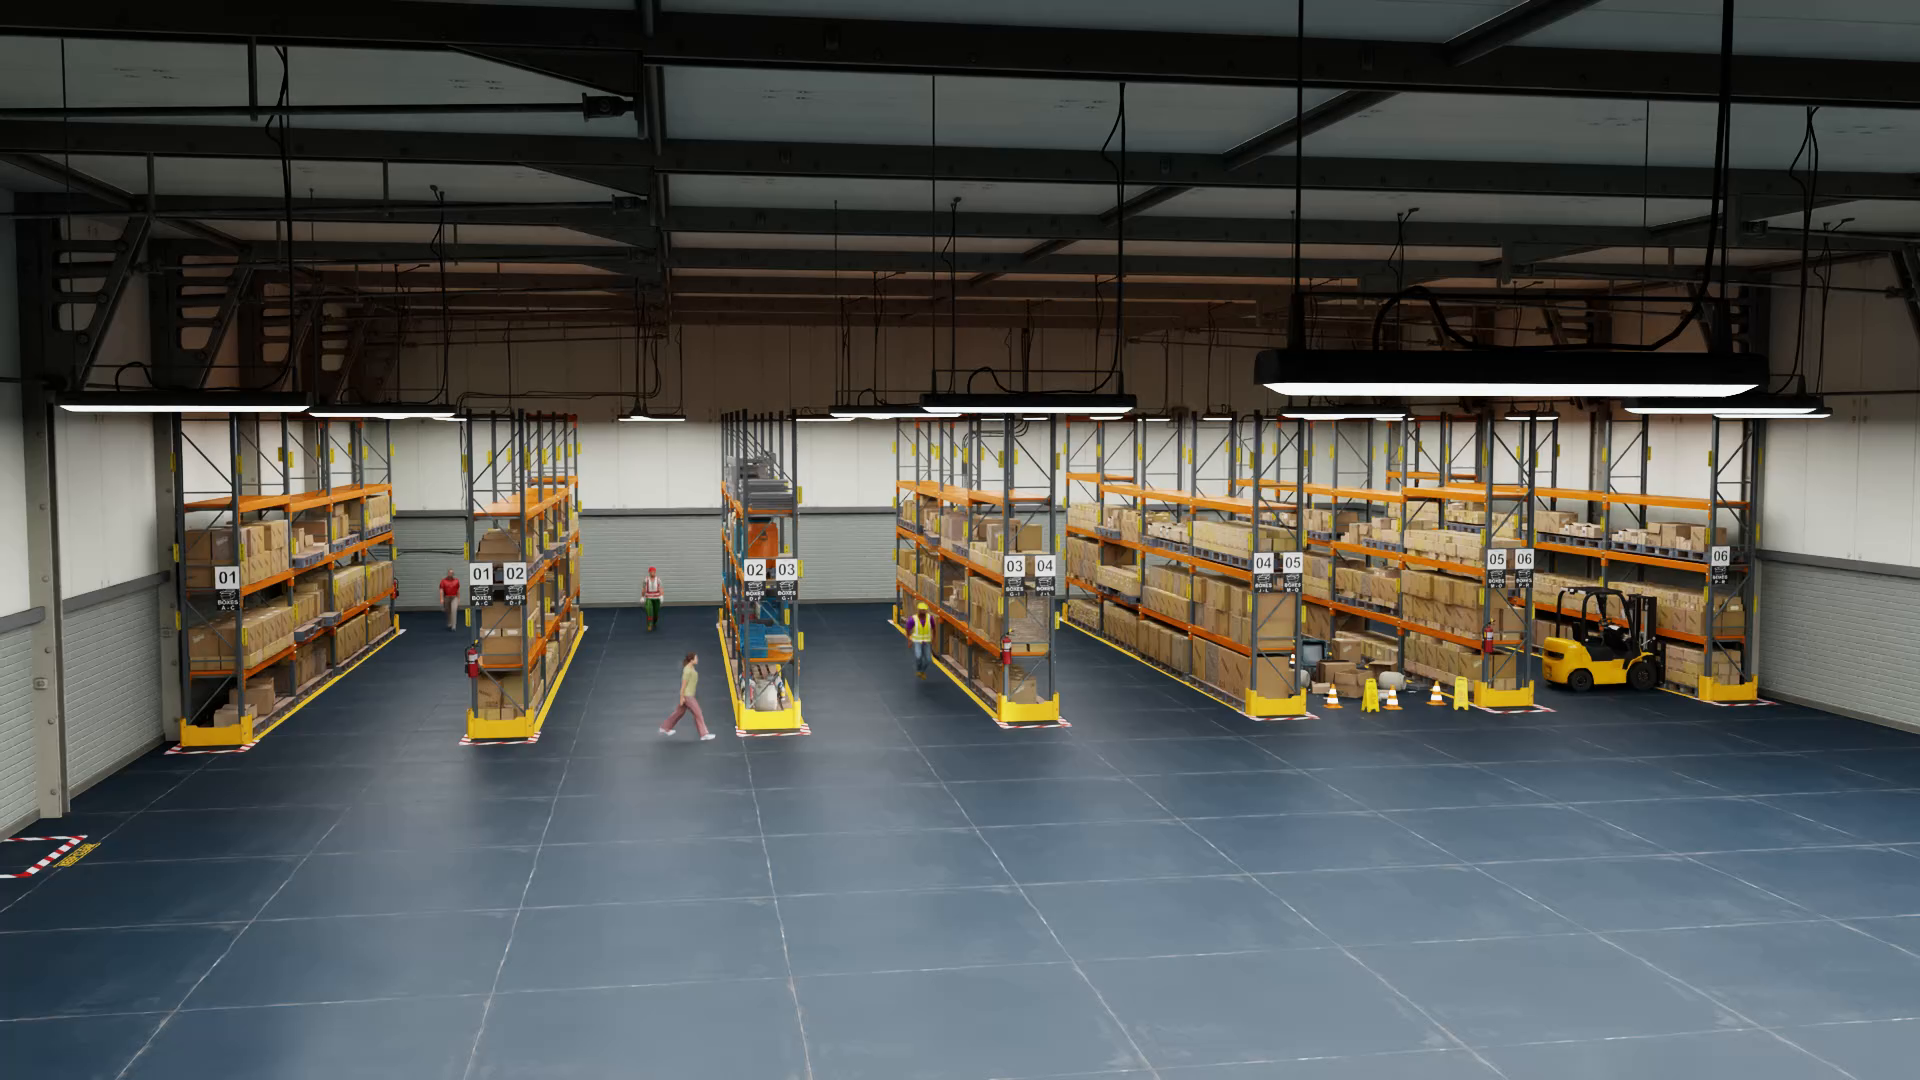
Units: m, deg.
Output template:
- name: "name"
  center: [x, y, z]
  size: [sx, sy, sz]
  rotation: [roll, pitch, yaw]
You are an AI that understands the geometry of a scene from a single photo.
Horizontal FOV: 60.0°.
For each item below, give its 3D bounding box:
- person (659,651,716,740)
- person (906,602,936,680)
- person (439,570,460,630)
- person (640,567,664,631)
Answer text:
- name: "person"
  center: [-4.950, 2.816, 30.153]
  size: [1.110, 1.606, 0.462]
  rotation: [1, 4, 7]
- name: "person"
  center: [-0.844, 2.202, 36.016]
  size: [0.653, 1.726, 0.698]
  rotation: [-1, 4, -16]
- name: "person"
  center: [-14.194, 1.654, 46.234]
  size: [0.533, 1.664, 1.099]
  rotation: [-1, 4, -13]
- name: "person"
  center: [-8.533, 1.612, 46.087]
  size: [0.619, 1.720, 1.050]
  rotation: [-1, 4, -14]
